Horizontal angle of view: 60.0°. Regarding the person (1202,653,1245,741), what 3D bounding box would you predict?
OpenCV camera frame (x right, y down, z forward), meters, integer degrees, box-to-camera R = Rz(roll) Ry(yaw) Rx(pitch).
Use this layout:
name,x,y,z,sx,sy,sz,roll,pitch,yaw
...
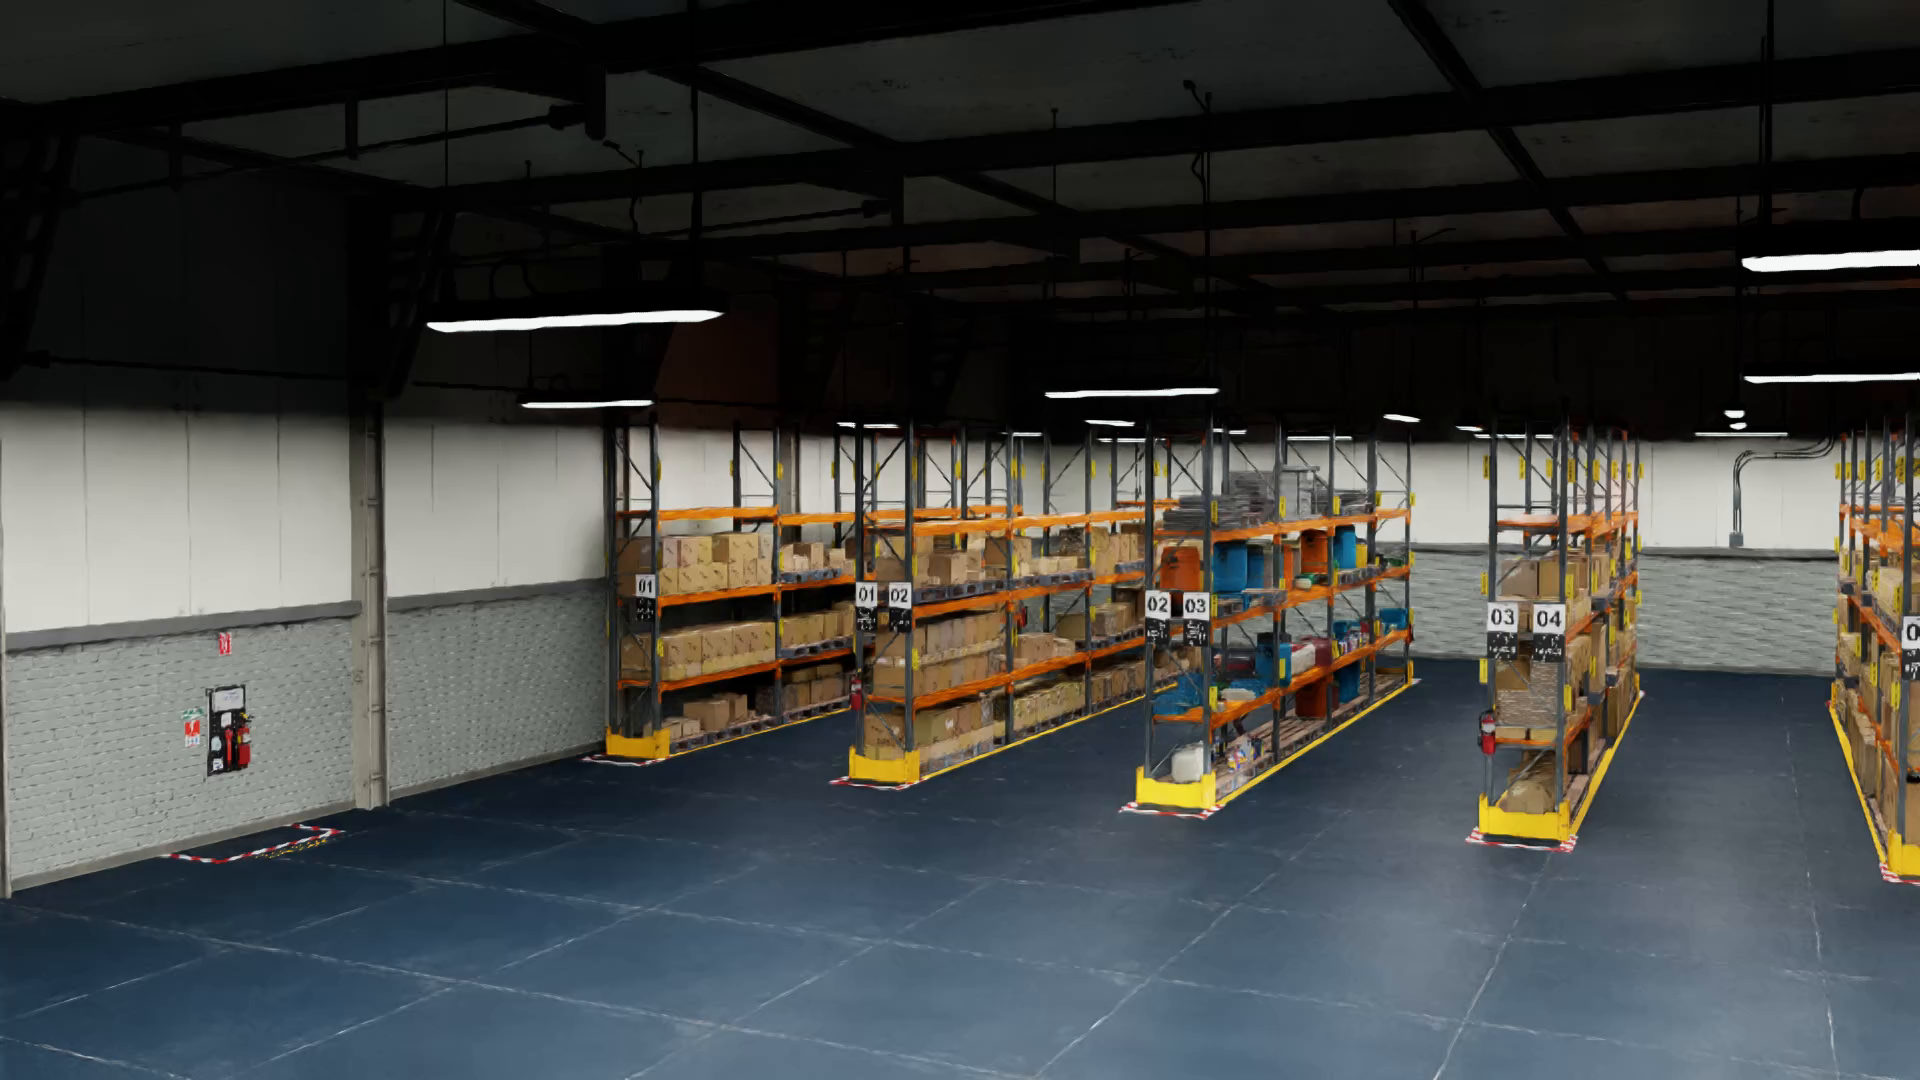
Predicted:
name,x,y,z,sx,sy,sz,roll,pitch,yaw
person,4.838,2.897,30.406,0.954,1.663,0.572,-2,3,-44
